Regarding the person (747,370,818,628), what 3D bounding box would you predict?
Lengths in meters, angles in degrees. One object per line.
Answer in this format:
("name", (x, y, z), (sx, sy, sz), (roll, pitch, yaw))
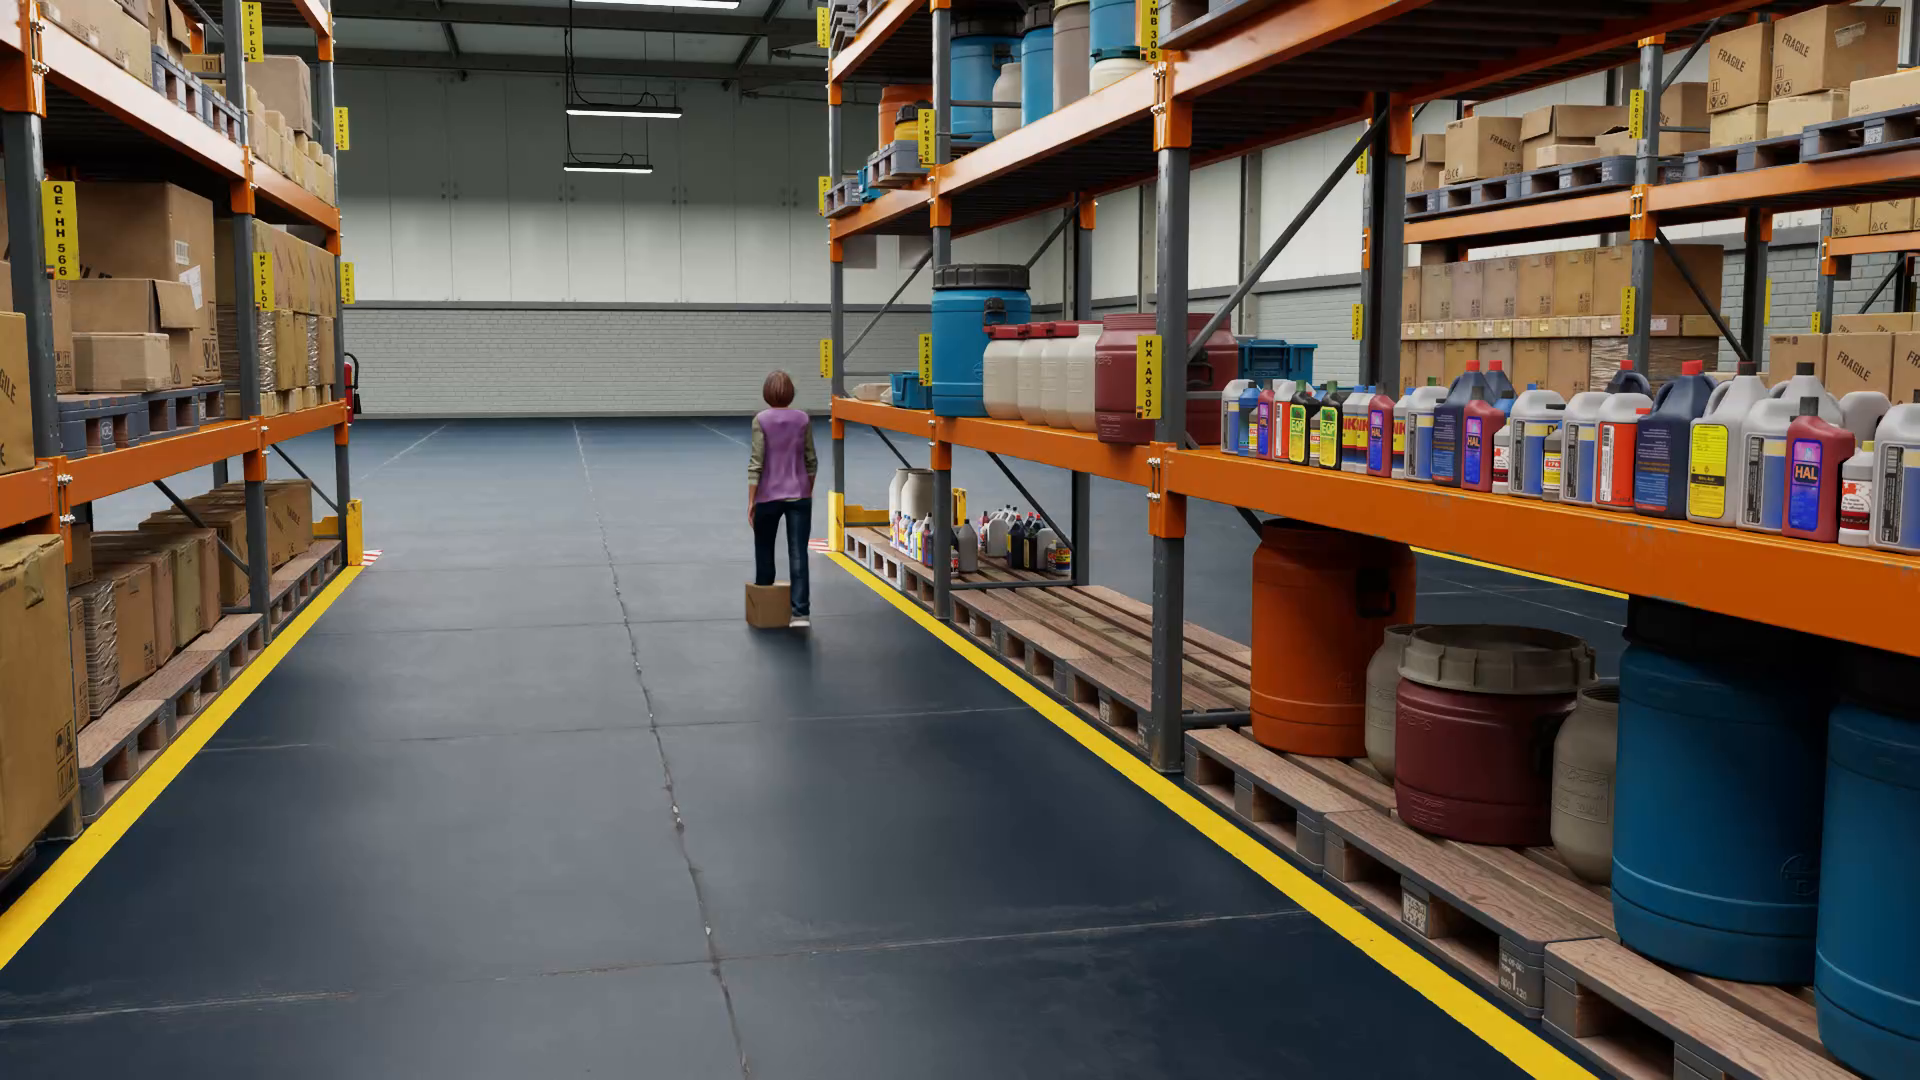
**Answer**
("person", (-1.090, -0.264, 10.136), (0.450, 1.536, 0.951), (-1, 6, -13))
